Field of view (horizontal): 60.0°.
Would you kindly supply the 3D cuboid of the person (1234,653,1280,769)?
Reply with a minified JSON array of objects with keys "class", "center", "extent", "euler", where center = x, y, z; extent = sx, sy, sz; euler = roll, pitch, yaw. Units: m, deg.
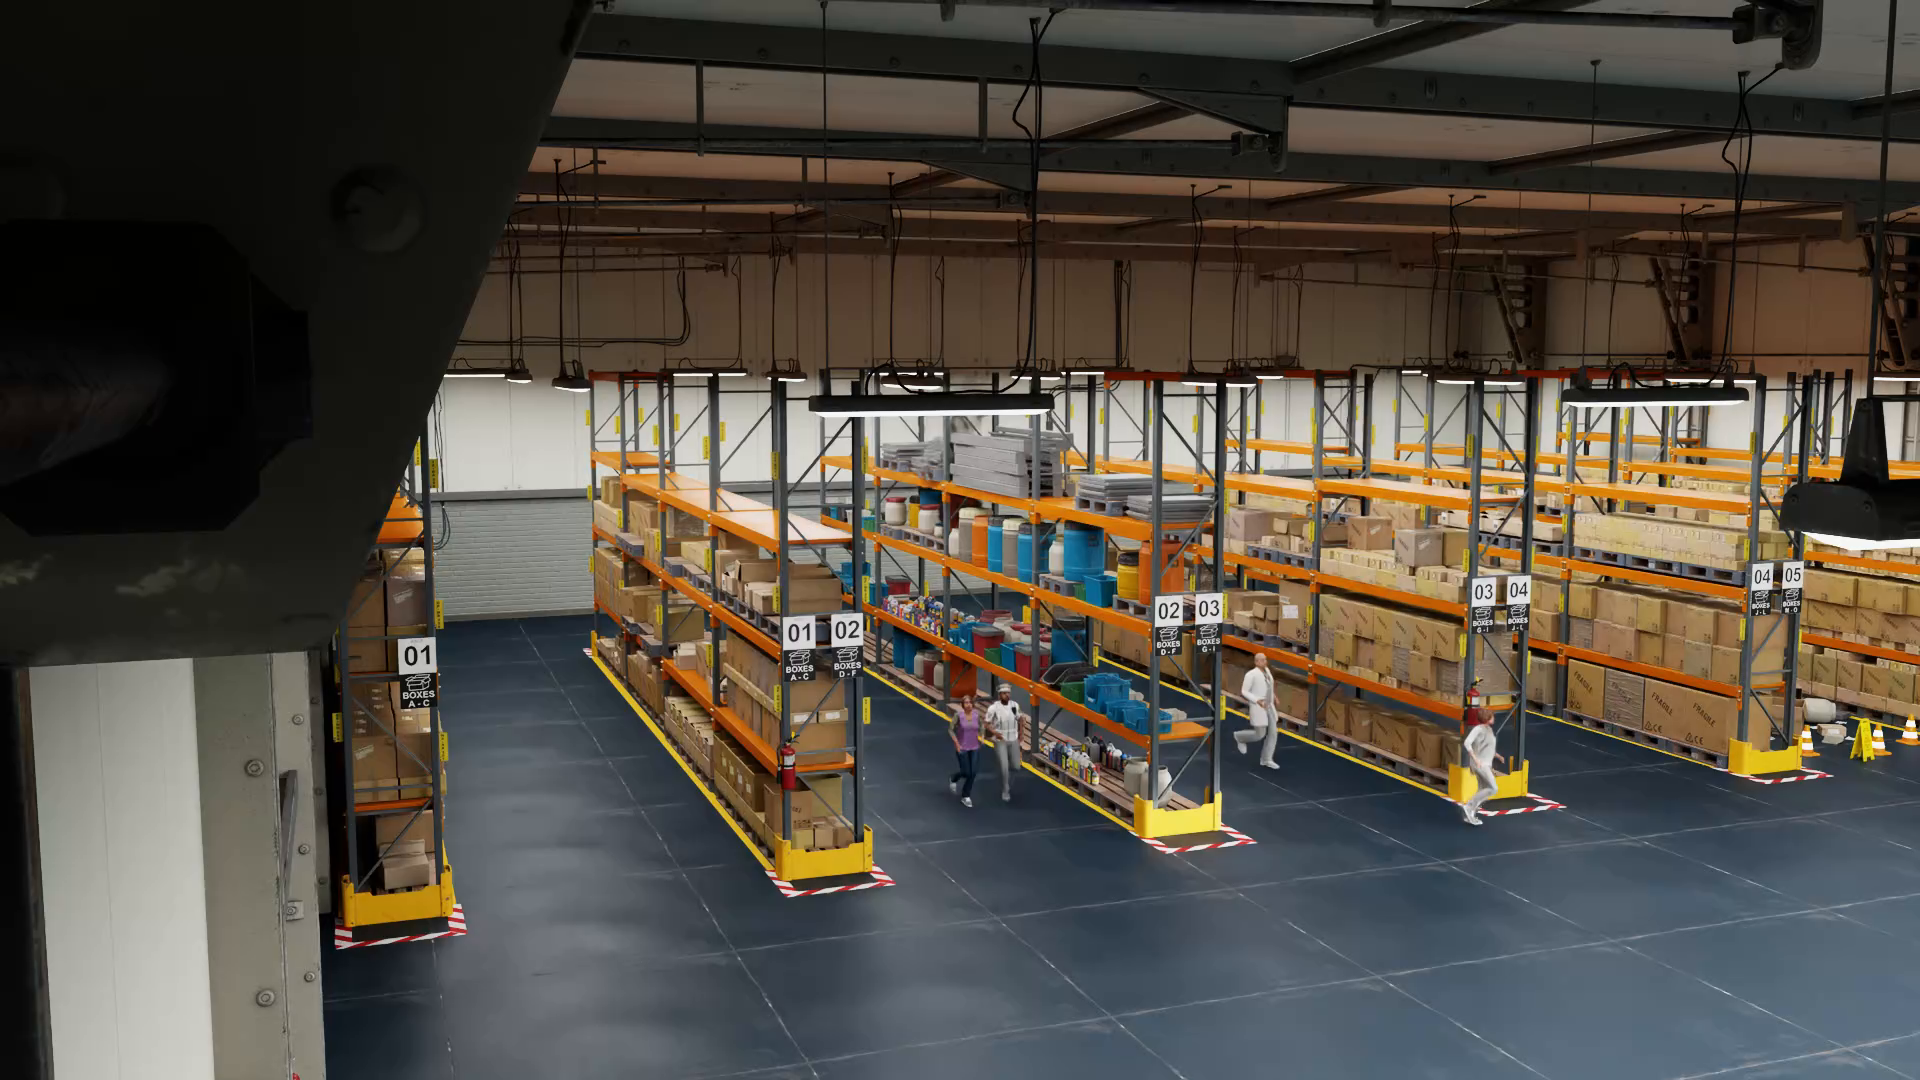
[{"class":"person","center":[4.626,2.606,25.657],"extent":[0.709,1.752,0.869],"euler":[-5,8,-36]}]

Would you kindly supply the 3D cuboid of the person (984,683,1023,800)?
[{"class":"person","center":[0.639,2.862,23.848],"extent":[0.608,1.665,0.588],"euler":[-2,7,-19]}]

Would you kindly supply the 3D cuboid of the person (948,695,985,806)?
[{"class":"person","center":[0.104,2.952,23.471],"extent":[0.531,1.571,0.583],"euler":[-2,7,-19]}]

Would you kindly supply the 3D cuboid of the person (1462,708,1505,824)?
[{"class":"person","center":[7.089,3.054,22.467],"extent":[0.509,1.541,0.583],"euler":[4,7,29]}]
